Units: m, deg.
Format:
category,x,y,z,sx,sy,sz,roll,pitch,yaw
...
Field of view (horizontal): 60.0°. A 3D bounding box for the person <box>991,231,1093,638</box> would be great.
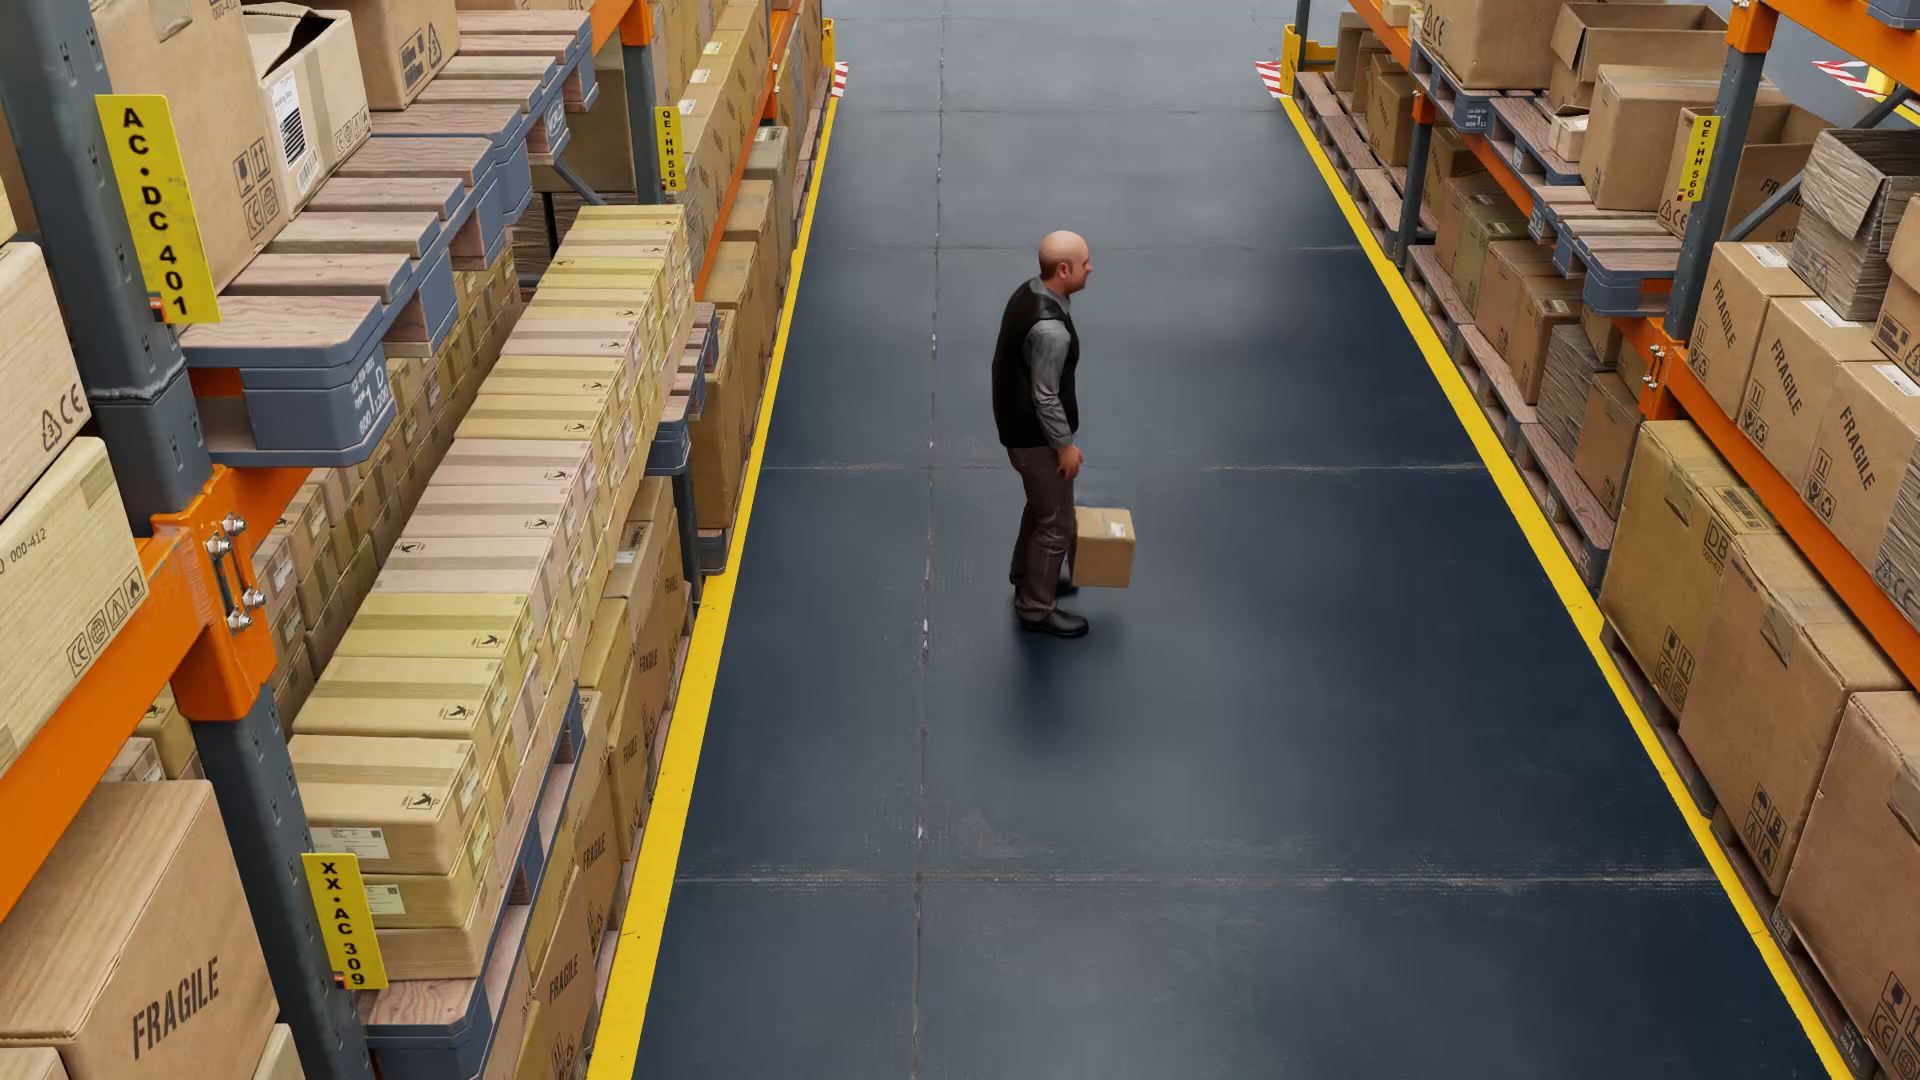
category,x,y,z,sx,sy,sz,roll,pitch,yaw
person,0.361,-0.453,6.900,0.371,1.723,0.566,-1,31,-2
